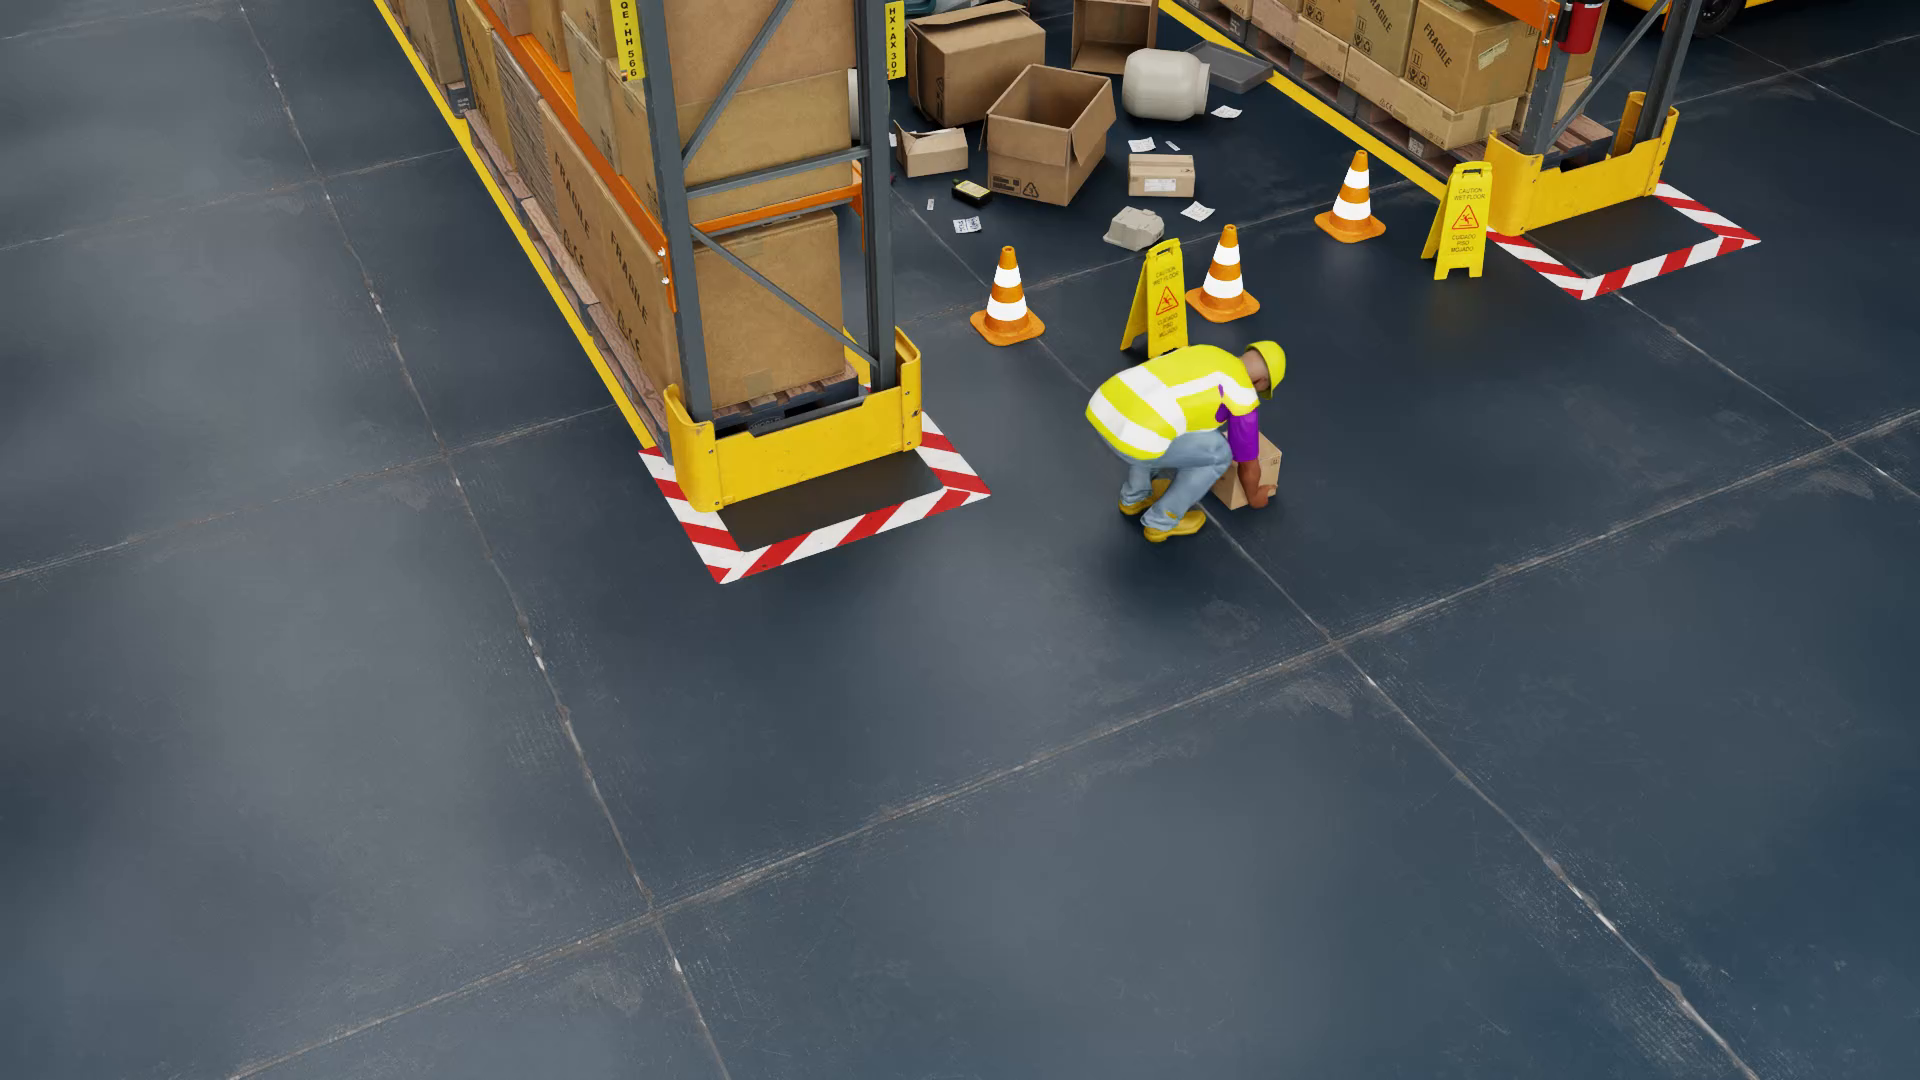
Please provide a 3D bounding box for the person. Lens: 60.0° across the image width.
[{"bbox_3d":[1.014,-0.466,7.402,0.980,0.850,0.511,-20,45,-22],"label":"person"}]
